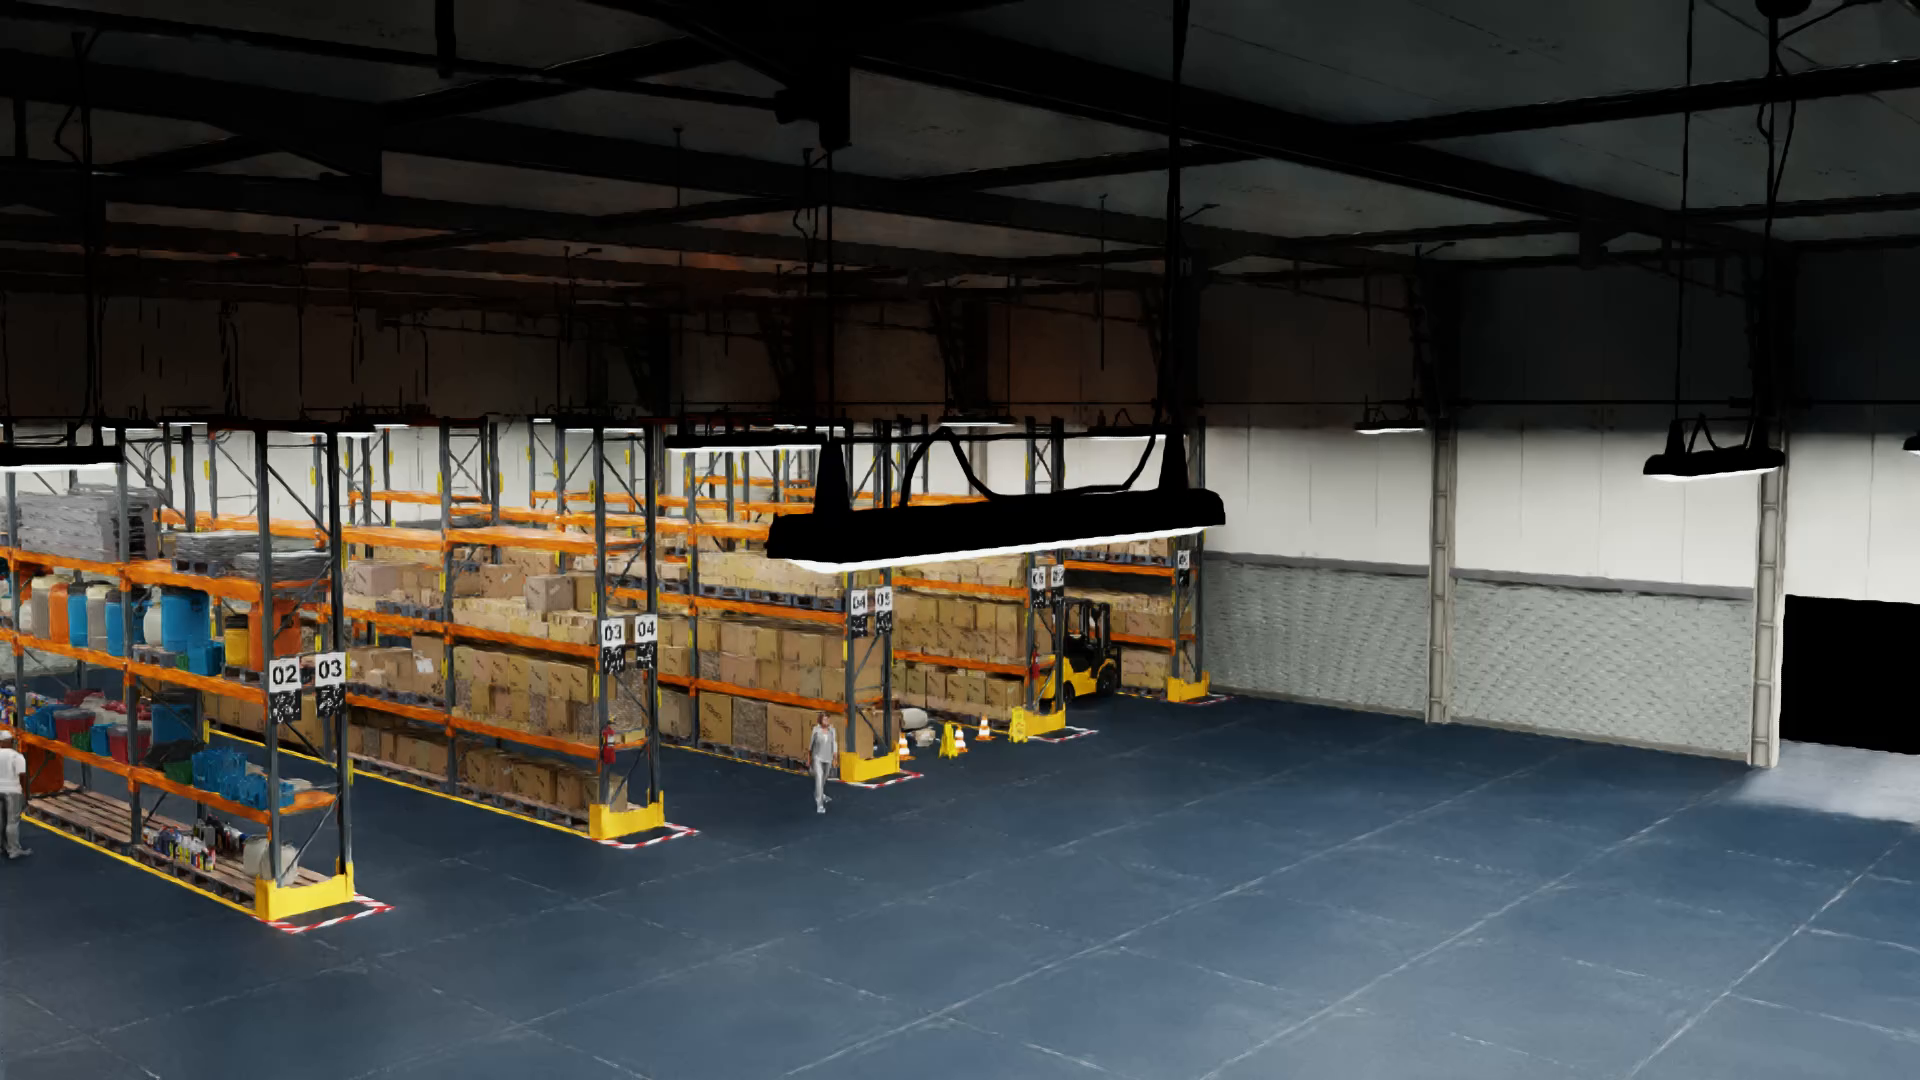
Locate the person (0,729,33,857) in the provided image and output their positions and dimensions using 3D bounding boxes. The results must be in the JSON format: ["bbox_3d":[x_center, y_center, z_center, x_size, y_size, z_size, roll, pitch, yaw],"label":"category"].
[{"bbox_3d":[-13.254,3.504,23.193,0.632,1.771,0.443,1,5,9],"label":"person"}]

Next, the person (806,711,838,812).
[{"bbox_3d":[-2.131,3.408,25.883,0.457,1.541,0.884,-2,5,-25],"label":"person"}]
